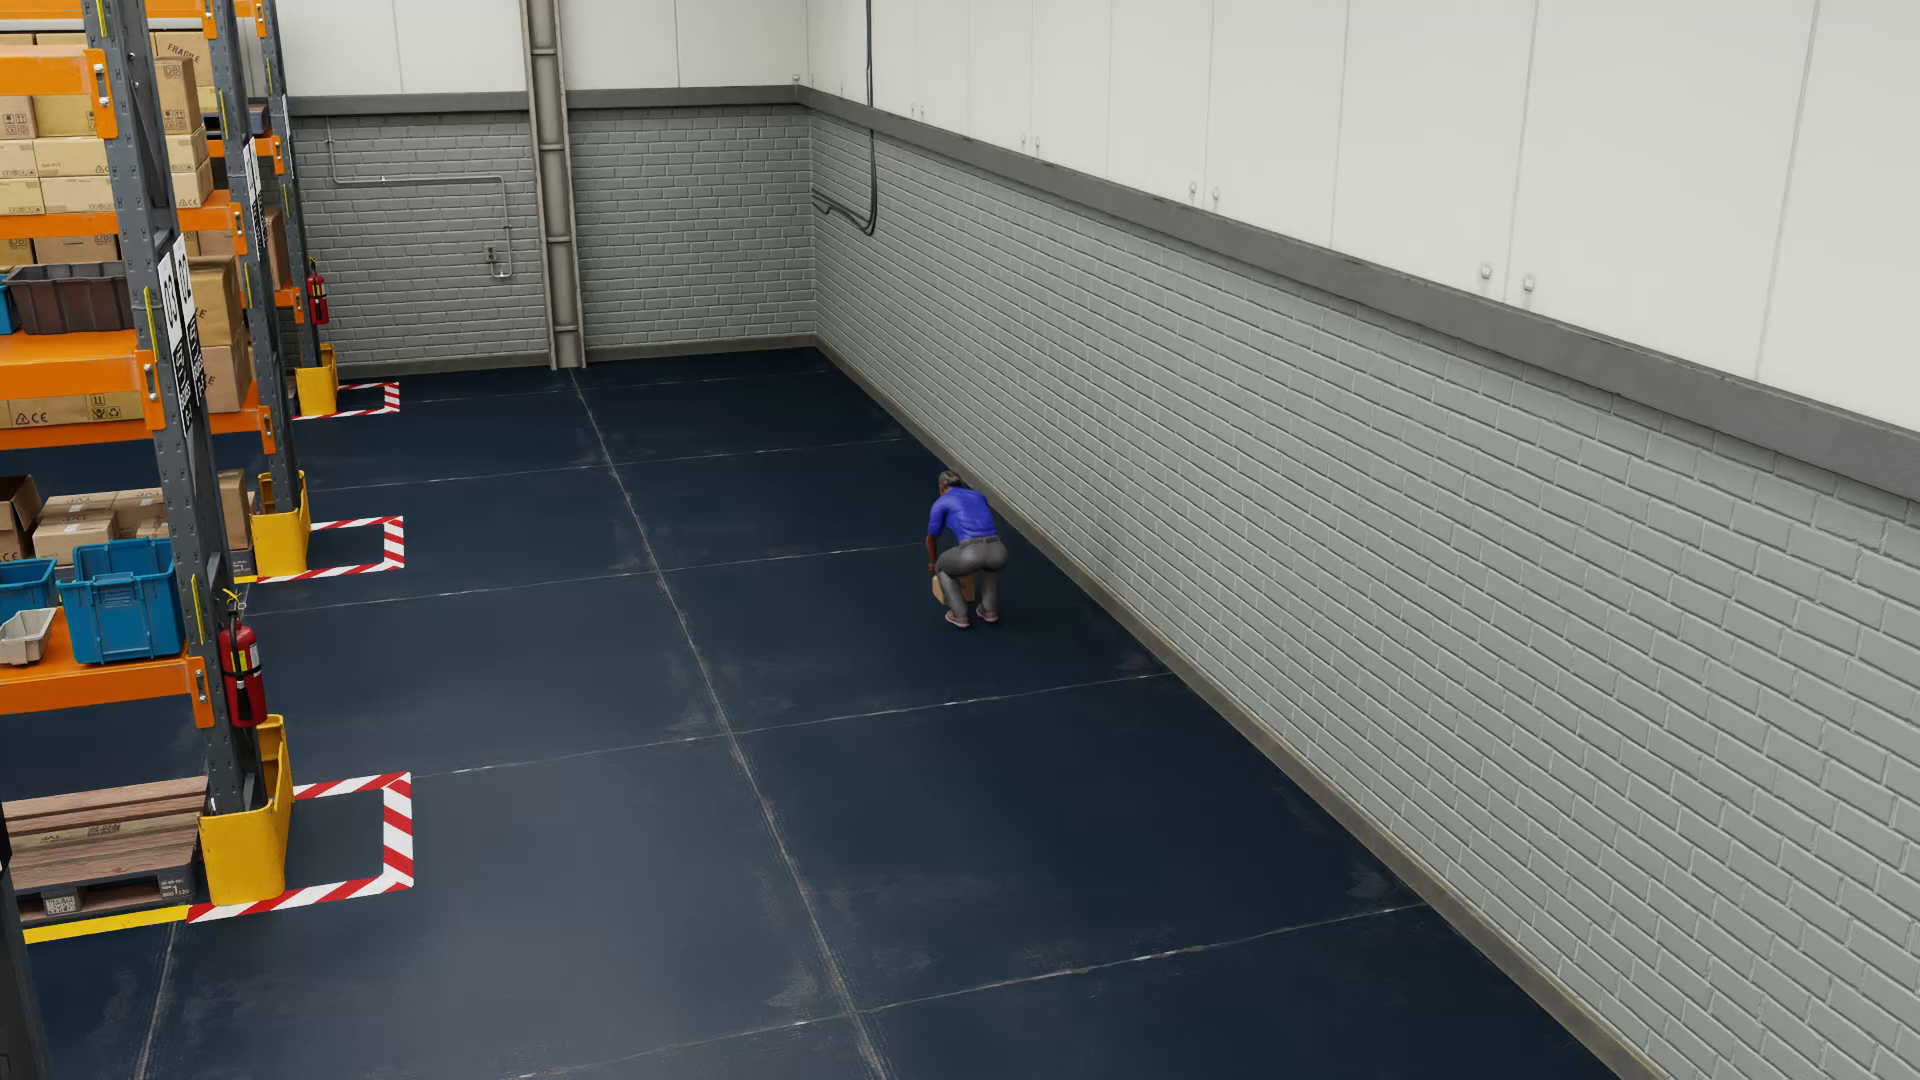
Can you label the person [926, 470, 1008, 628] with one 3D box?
[{"bbox_3d":[0.042,0.074,11.828,0.485,1.025,0.767,-6,20,-17],"label":"person"}]
